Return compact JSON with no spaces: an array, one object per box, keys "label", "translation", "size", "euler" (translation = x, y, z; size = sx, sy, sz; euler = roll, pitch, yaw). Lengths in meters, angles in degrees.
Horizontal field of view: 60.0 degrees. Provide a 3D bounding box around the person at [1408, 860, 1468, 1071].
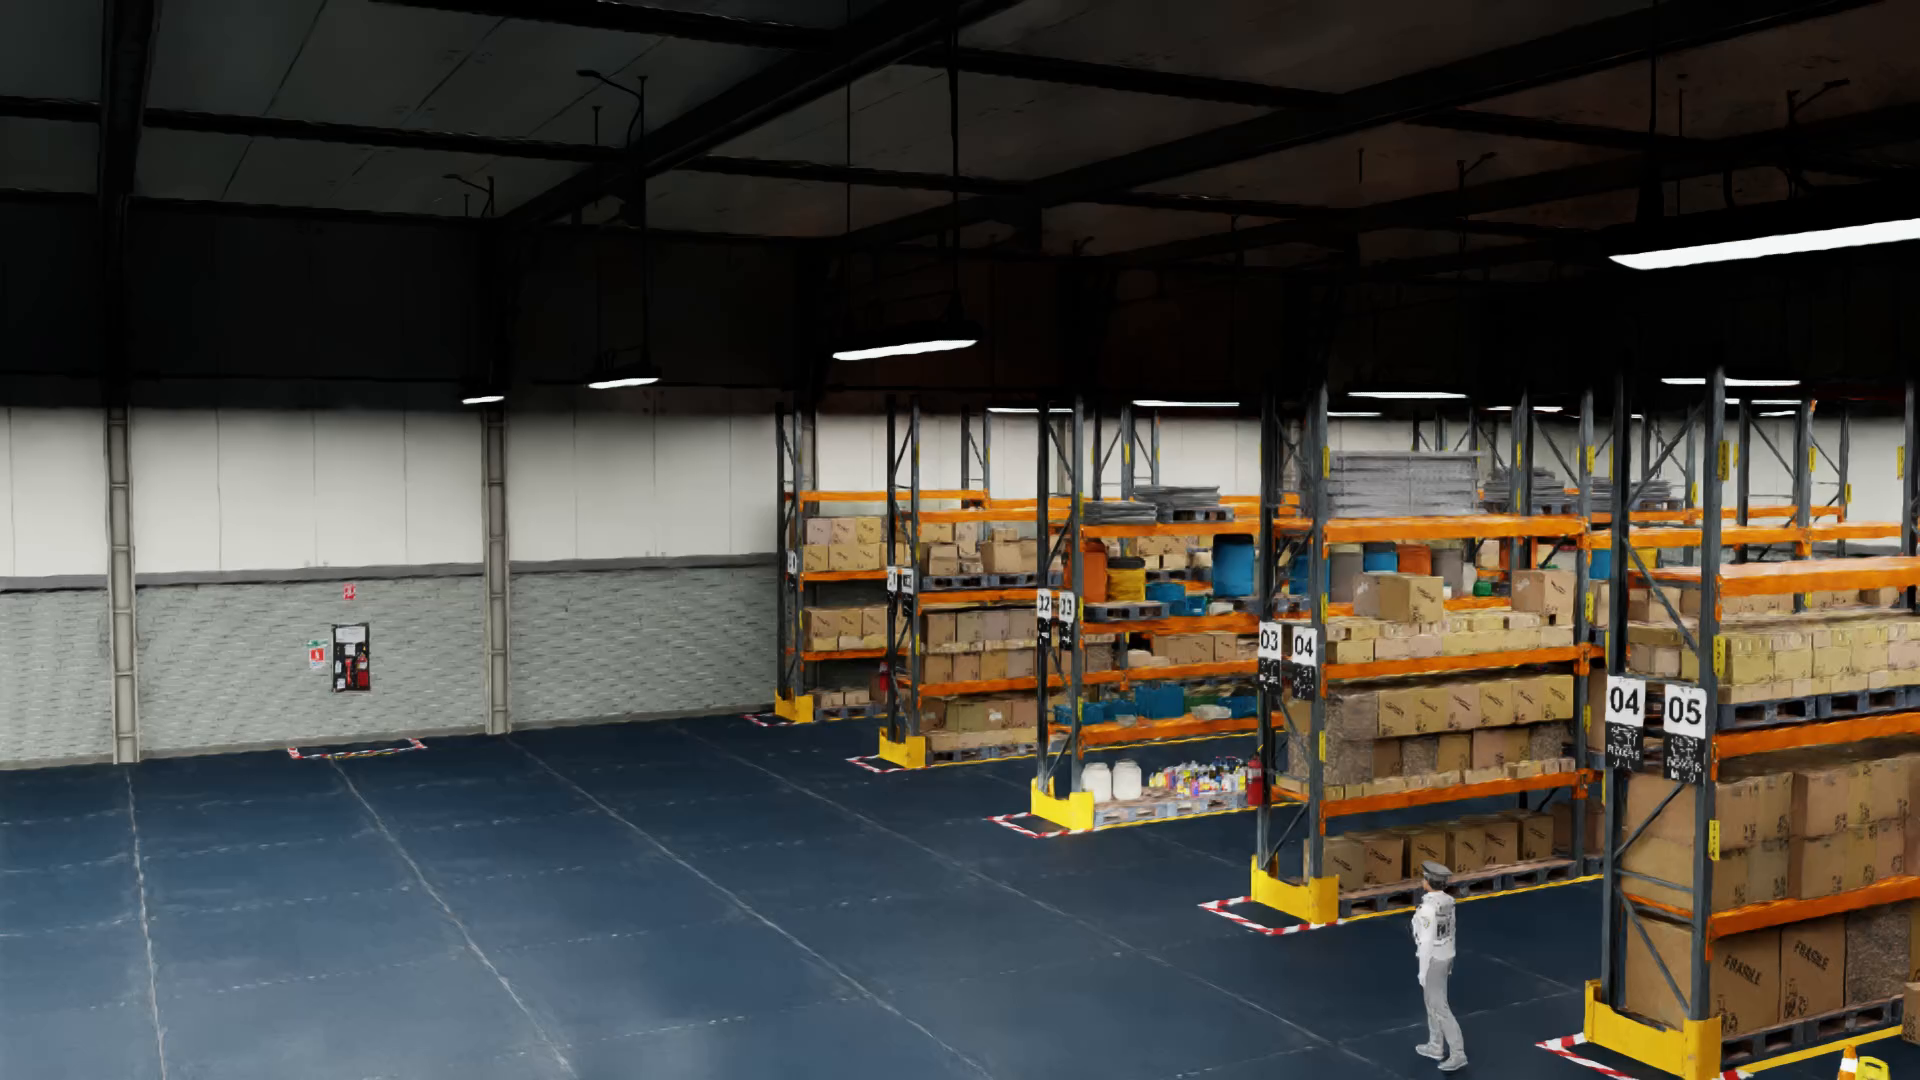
[{"label":"person","translation":[4.040,3.549,13.949],"size":[0.500,1.666,0.561],"euler":[3,4,38]}]
